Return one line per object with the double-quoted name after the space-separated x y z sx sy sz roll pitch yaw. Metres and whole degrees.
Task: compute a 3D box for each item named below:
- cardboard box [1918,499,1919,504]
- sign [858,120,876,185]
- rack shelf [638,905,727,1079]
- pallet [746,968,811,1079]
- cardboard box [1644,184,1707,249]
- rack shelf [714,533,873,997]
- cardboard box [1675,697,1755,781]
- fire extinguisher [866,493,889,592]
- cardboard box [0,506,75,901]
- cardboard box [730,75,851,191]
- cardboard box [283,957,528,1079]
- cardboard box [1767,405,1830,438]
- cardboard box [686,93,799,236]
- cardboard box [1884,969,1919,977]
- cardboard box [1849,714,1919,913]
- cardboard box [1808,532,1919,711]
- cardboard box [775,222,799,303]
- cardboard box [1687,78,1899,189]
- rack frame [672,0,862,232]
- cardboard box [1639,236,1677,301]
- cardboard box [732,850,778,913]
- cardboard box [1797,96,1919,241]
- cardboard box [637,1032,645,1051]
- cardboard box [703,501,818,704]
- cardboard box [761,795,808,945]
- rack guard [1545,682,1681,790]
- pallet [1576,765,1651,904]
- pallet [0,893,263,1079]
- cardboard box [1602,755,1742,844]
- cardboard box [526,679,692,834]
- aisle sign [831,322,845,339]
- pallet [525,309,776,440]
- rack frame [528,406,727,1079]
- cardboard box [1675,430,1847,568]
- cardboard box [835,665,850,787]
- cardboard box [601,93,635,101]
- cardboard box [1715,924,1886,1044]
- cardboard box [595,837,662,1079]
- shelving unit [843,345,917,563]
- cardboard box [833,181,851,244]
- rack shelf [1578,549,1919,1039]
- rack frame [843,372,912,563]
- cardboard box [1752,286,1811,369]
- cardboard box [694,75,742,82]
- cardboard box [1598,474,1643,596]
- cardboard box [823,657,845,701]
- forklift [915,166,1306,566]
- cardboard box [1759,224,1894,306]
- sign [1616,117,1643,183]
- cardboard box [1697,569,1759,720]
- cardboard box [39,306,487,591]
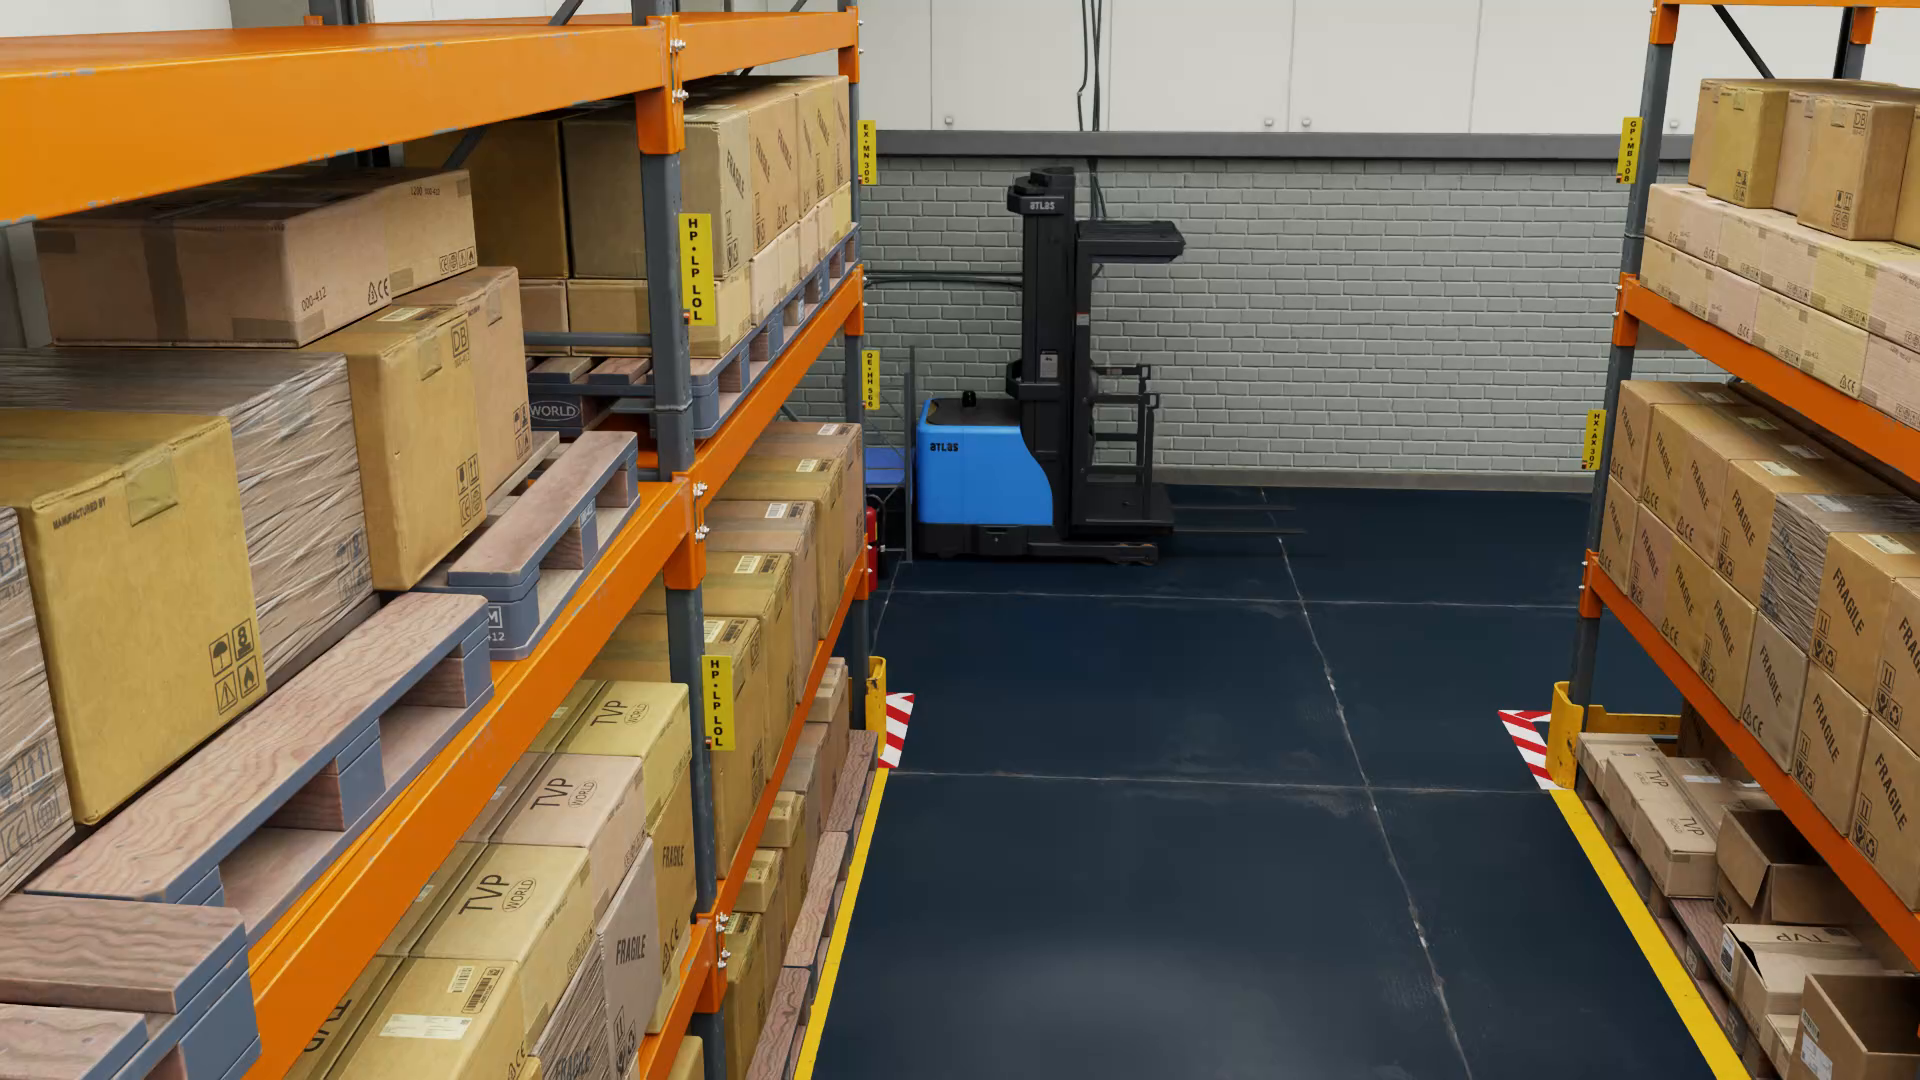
4.016 0.150 6.382 0.500 0.500 0.500 1 18 2 "cardboard box"
-0.486 -2.011 8.632 0.100 0.325 0.005 1 18 4 "sign"
-1.456 1.986 3.699 1.077 0.370 4.000 1 18 4 "rack shelf"
-1.181 2.114 6.633 1.003 0.211 1.213 1 18 4 "pallet"
3.618 -1.548 7.950 0.500 0.250 0.500 1 18 4 "cardboard box"
-1.170 0.744 7.491 1.077 0.370 4.000 1 18 4 "rack shelf"
4.122 1.043 8.729 0.500 0.500 0.500 1 18 4 "cardboard box"
-0.555 -0.042 9.456 0.296 0.674 0.183 1 18 4 "fire extinguisher"
-1.637 0.266 2.110 0.700 0.500 0.500 0 18 1 "cardboard box"
-0.807 -1.943 7.921 0.500 0.500 0.500 1 18 4 "cardboard box"
-1.210 1.095 3.391 0.500 0.250 0.500 1 18 3 "cardboard box"
4.122 -0.331 7.850 0.500 0.500 0.500 2 18 5 "cardboard box"
-0.922 -1.463 6.455 0.500 0.500 0.500 1 18 4 "cardboard box"
3.926 1.876 6.726 0.380 0.166 0.250 1 18 4 "cardboard box"
3.408 0.924 5.625 0.500 0.500 0.500 2 18 5 "cardboard box"
3.440 0.288 5.961 0.500 0.500 0.500 1 18 3 "cardboard box"
-0.920 -1.104 6.564 0.500 0.250 0.500 1 18 2 "cardboard box"
3.894 -1.898 7.814 0.700 0.500 0.500 1 18 4 "cardboard box"
-1.026 -3.070 8.340 1.000 3.000 0.127 1 18 4 "rack frame"
3.624 -1.310 8.027 0.500 0.250 0.500 1 18 4 "cardboard box"
-0.951 1.371 6.720 0.380 0.149 0.250 2 18 6 "cardboard box"
3.716 -1.434 6.397 0.700 0.500 0.500 1 18 4 "cardboard box"
-1.113 1.403 4.696 0.380 0.149 0.250 2 18 6 "cardboard box"
-1.158 0.260 7.331 0.980 0.700 0.700 0 18 1 "cardboard box"
-1.079 1.466 7.471 0.700 0.500 0.500 2 18 5 "cardboard box"
3.909 1.102 9.258 1.175 0.500 0.348 1 18 4 "rack guard"
3.853 1.487 8.547 1.003 0.211 1.213 1 18 4 "pallet"
-1.607 0.729 1.868 1.213 0.211 1.003 2 18 6 "pallet"
3.557 1.306 8.330 0.500 0.250 0.500 1 18 4 "cardboard box"
-1.091 0.619 4.841 0.500 0.250 0.500 2 18 5 "cardboard box"
-0.722 -1.470 8.917 0.394 0.787 0.004 1 18 4 "aisle sign"
-1.244 -0.614 5.805 1.003 0.211 1.213 1 18 4 "pallet"
-1.313 1.023 5.483 1.000 3.000 0.127 1 18 4 "rack frame"
3.549 -0.183 7.397 0.500 0.500 0.500 2 18 5 "cardboard box"
-0.977 0.989 8.928 0.700 0.500 0.500 1 18 4 "cardboard box"
-1.444 -1.480 6.507 0.500 0.500 0.500 1 18 2 "cardboard box"
3.440 1.785 6.770 0.500 0.311 0.500 1 18 4 "cardboard box"
-1.121 1.132 4.479 0.500 0.500 0.500 1 18 4 "cardboard box"
-0.619 -0.698 13.143 0.538 1.500 1.048 0 18 1 "shelving unit"
-0.814 -1.587 8.038 0.500 0.250 0.500 2 18 6 "cardboard box"
3.771 0.853 7.157 1.077 0.370 4.000 1 18 4 "rack shelf"
-0.625 -0.539 12.660 0.500 1.500 0.032 0 18 1 "rack frame"
3.512 -0.844 6.606 0.500 0.250 0.500 1 18 4 "cardboard box"
-1.320 -1.955 7.958 0.500 0.500 0.500 1 18 2 "cardboard box"
3.620 -0.025 8.522 0.500 0.500 0.500 2 18 5 "cardboard box"
-0.804 0.725 8.693 0.380 0.149 0.250 1 18 3 "cardboard box"
1.187 -1.366 12.884 3.031 2.935 1.130 1 18 3 "forklift"
3.506 -1.082 6.528 0.500 0.250 0.500 1 18 4 "cardboard box"
3.374 -1.963 8.374 0.100 0.325 0.005 1 18 4 "sign"
3.512 0.446 7.084 0.500 0.500 0.500 2 18 5 "cardboard box"
-1.461 -0.214 3.573 0.700 0.500 0.500 1 18 3 "cardboard box"
